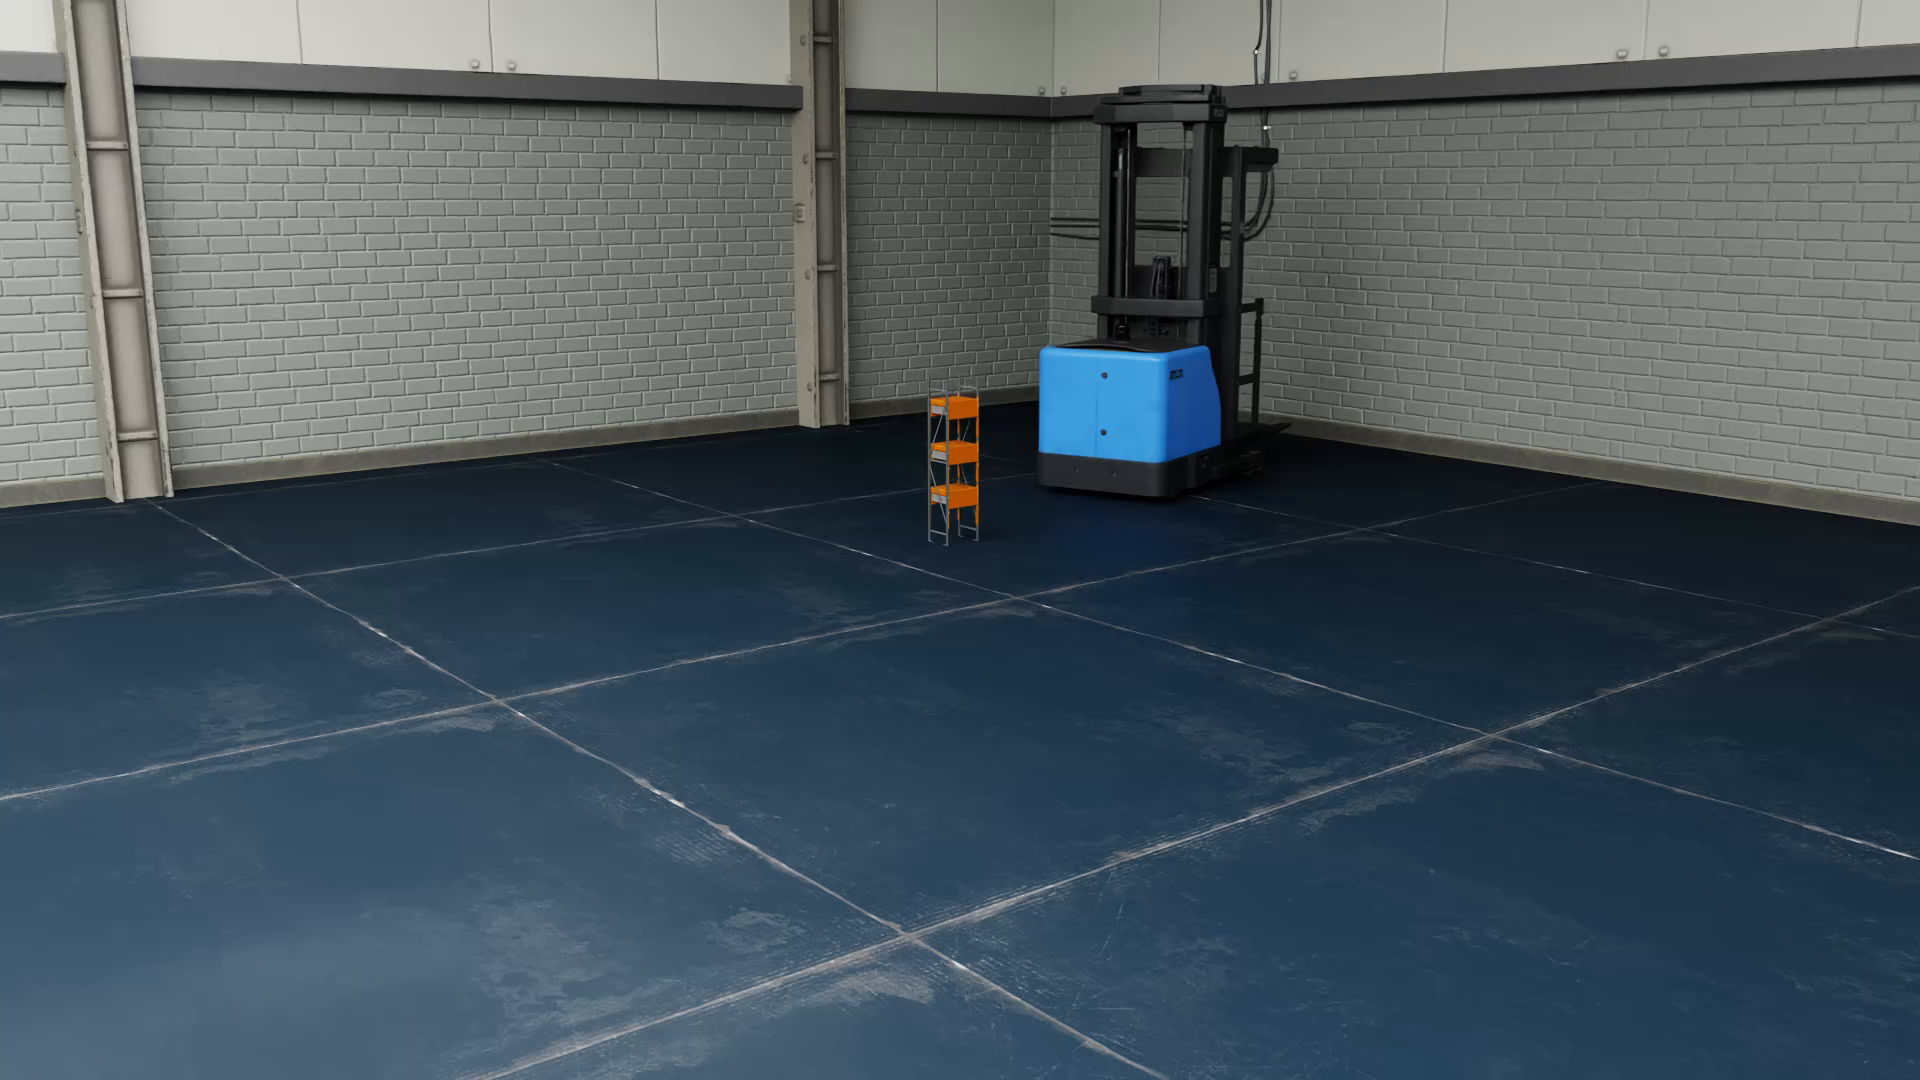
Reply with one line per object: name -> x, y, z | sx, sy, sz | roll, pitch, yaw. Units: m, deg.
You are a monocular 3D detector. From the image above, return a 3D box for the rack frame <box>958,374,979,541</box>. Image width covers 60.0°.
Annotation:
rack frame -> 0.053, -0.522, 10.562 | 0.008, 1.050, 0.200 | -9, 15, -38

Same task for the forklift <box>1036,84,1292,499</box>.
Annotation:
forklift -> 1.764, -1.983, 12.913 | 1.130, 2.935, 3.031 | 7, 14, 31

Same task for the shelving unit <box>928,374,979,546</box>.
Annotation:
shelving unit -> -0.042, -0.507, 10.487 | 0.252, 1.050, 0.215 | -9, 15, -38

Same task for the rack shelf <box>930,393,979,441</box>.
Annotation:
rack shelf -> -0.042, -0.774, 10.430 | 0.240, 0.259, 0.215 | -9, 15, -38

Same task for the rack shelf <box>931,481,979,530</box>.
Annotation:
rack shelf -> -0.042, -0.224, 10.547 | 0.240, 0.259, 0.215 | -9, 15, -38

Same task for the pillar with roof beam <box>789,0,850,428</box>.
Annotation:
pillar with roof beam -> 1.396, -4.800, 11.571 | 0.400, 9.000, 9.100 | -9, 15, -38

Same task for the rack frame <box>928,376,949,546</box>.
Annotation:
rack frame -> -0.137, -0.491, 10.412 | 0.008, 1.050, 0.200 | -9, 15, -38

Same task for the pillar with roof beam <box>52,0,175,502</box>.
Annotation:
pillar with roof beam -> -3.290, -4.022, 7.905 | 0.400, 9.000, 9.100 | -9, 15, -38

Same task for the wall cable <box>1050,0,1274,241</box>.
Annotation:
wall cable -> 1.833, -4.148, 15.972 | 0.112, 2.526, 3.097 | -9, 15, -38

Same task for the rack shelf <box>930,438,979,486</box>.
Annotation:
rack shelf -> -0.042, -0.496, 10.489 | 0.240, 0.259, 0.215 | -9, 15, -38
